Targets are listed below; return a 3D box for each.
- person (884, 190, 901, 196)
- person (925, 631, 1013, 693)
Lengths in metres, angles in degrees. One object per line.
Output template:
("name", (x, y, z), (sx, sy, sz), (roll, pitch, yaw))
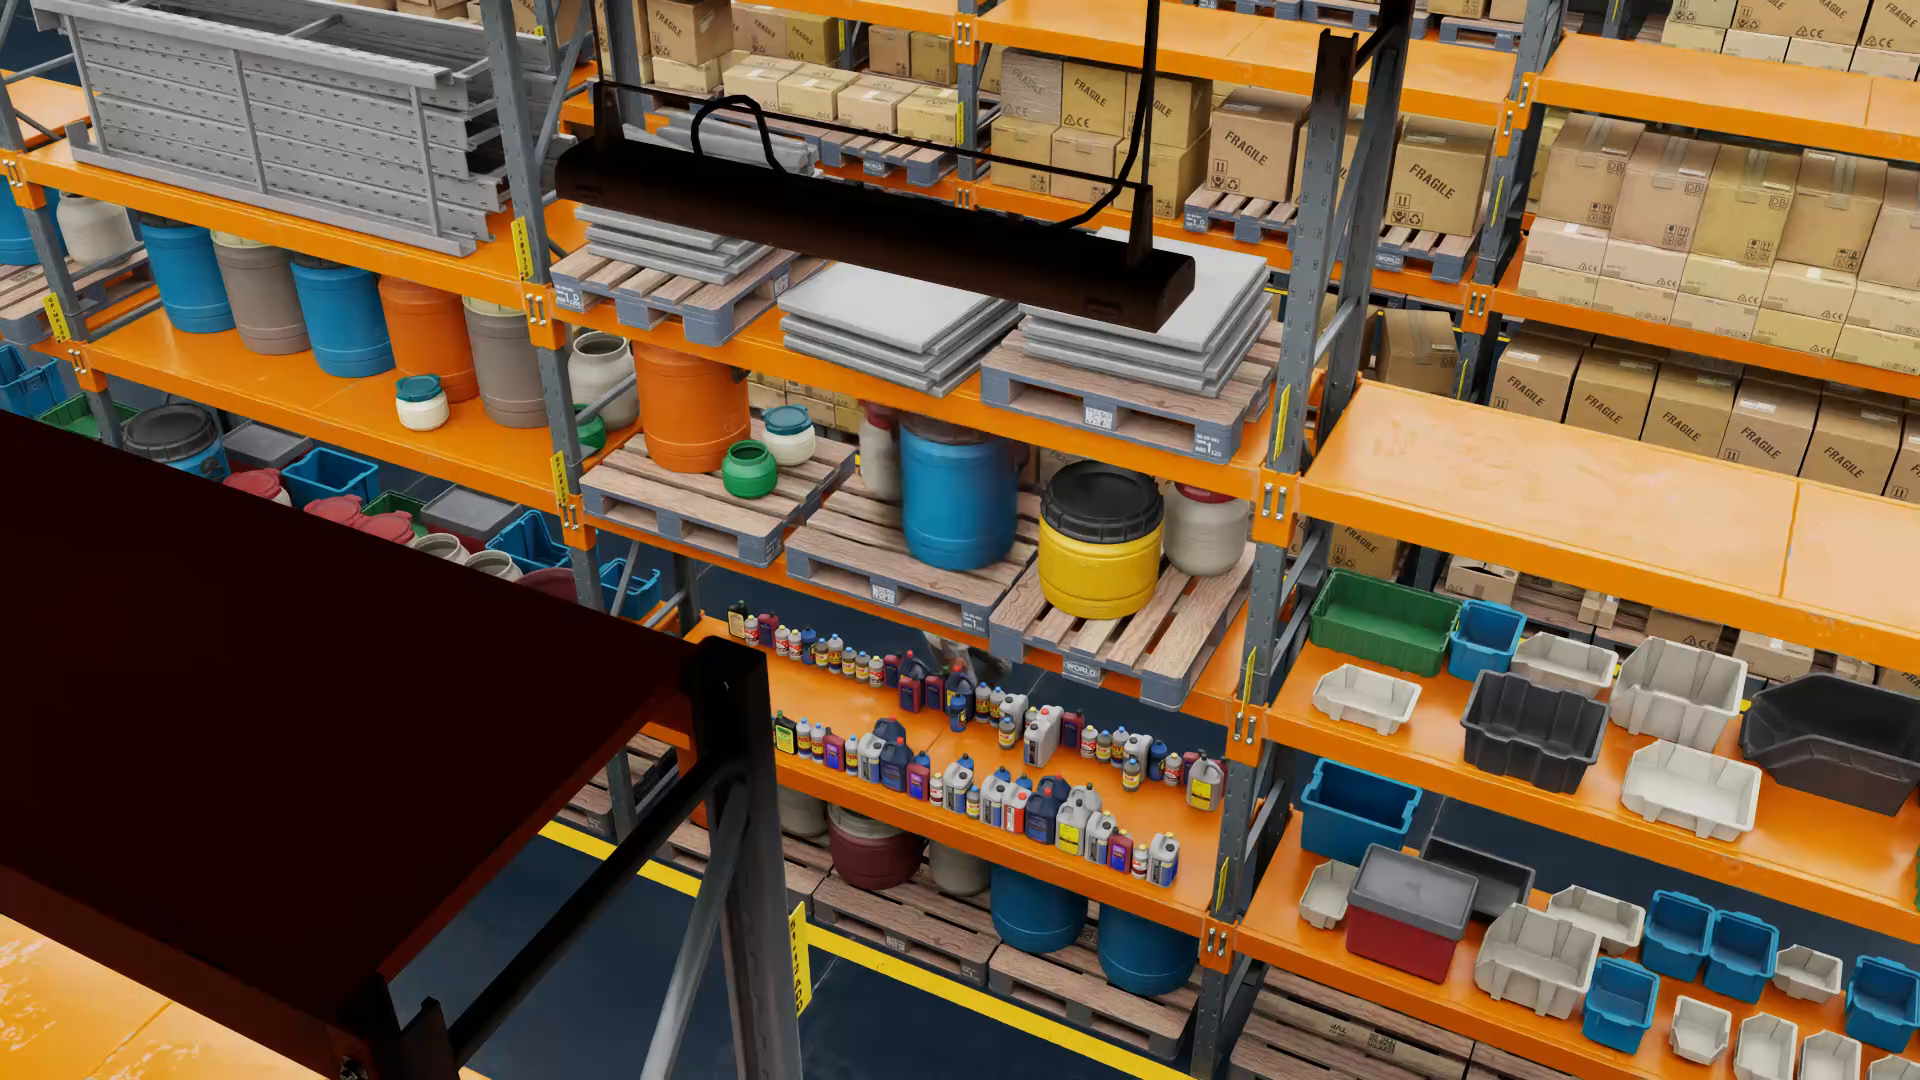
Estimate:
("person", (-0.708, -2.764, 16.466), (0.990, 1.513, 0.398), (14, 38, 20))
("person", (-0.017, 0.610, 11.158), (0.684, 1.678, 0.565), (12, 37, 17))
